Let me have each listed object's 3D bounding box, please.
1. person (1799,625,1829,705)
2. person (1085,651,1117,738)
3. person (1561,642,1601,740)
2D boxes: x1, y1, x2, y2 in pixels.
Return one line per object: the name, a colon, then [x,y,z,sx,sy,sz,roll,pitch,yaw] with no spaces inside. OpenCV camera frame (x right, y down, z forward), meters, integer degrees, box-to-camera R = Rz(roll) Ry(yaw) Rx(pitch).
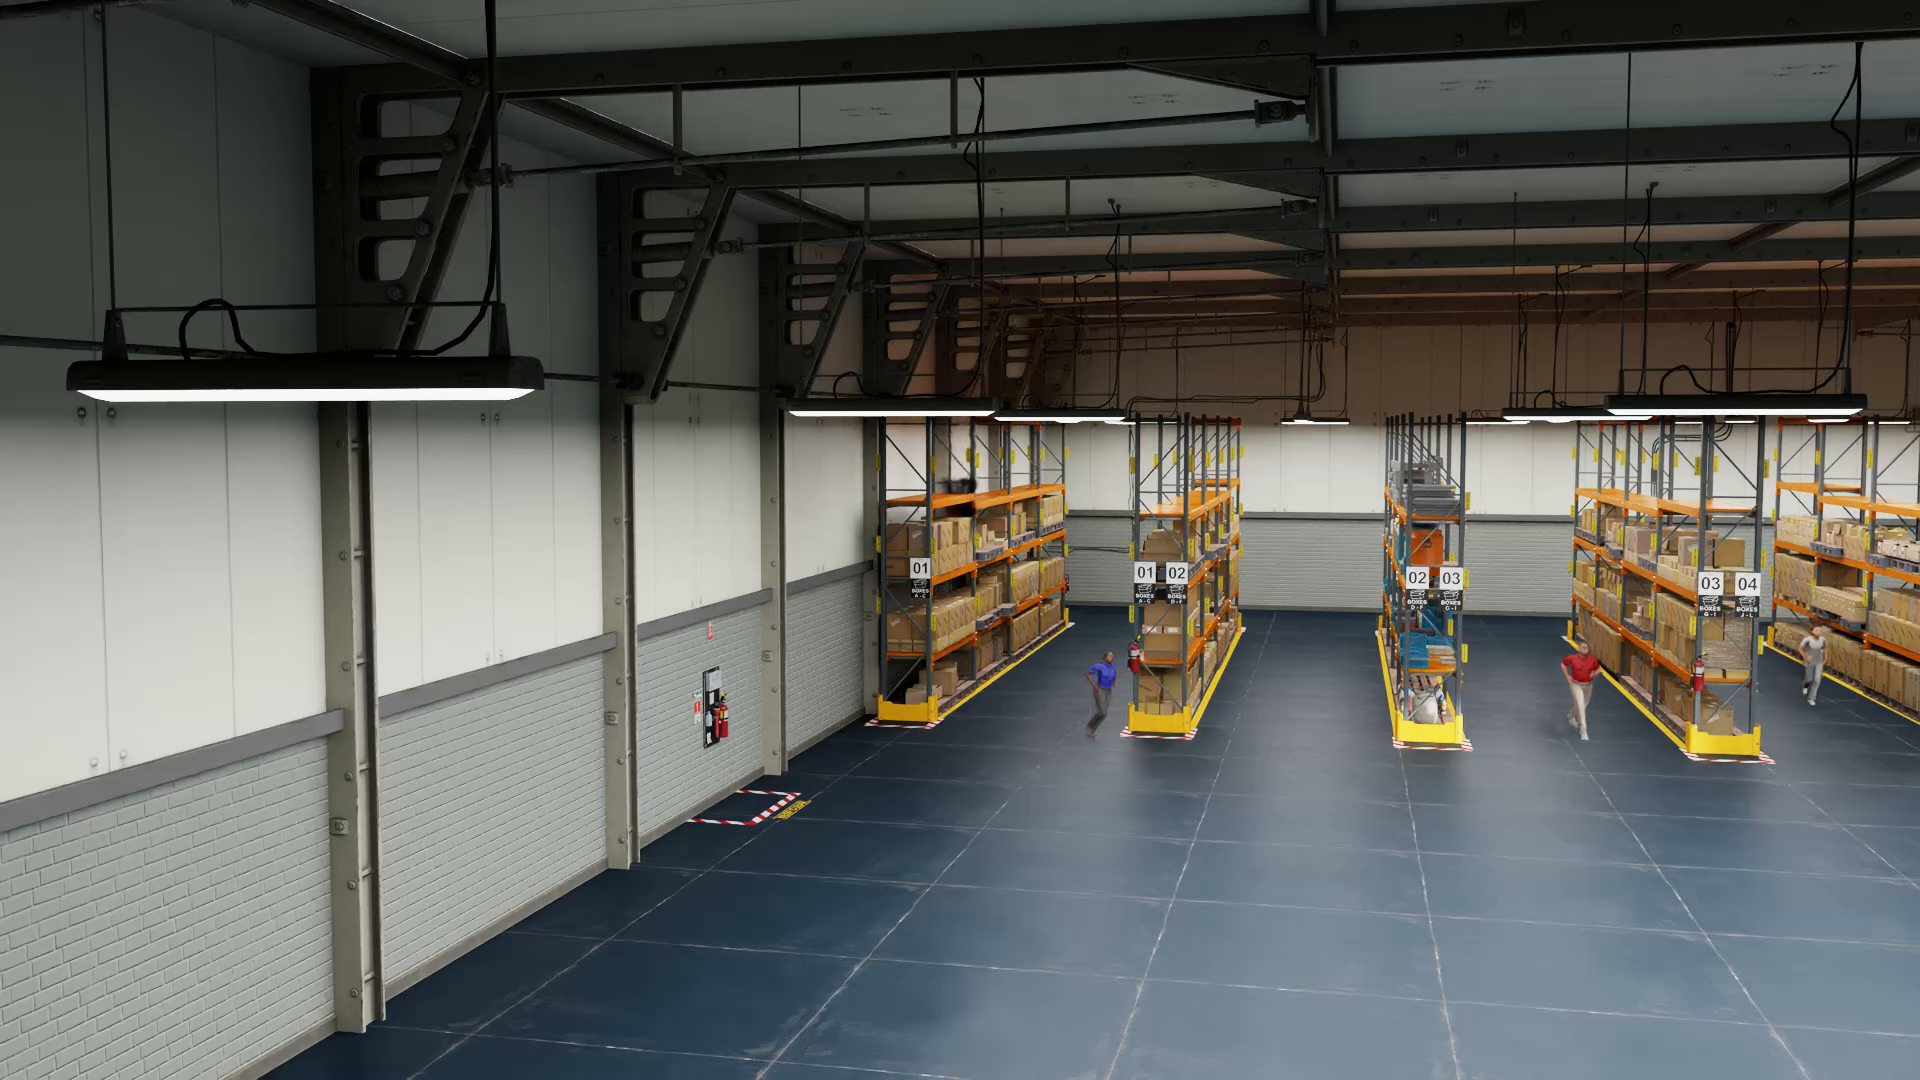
person: [17.763,2.573,34.610,0.589,1.651,0.796,1,4,10]
person: [2.645,2.843,30.583,0.617,1.611,0.550,-3,5,-36]
person: [11.599,2.781,31.020,0.625,1.775,1.071,0,4,-7]
